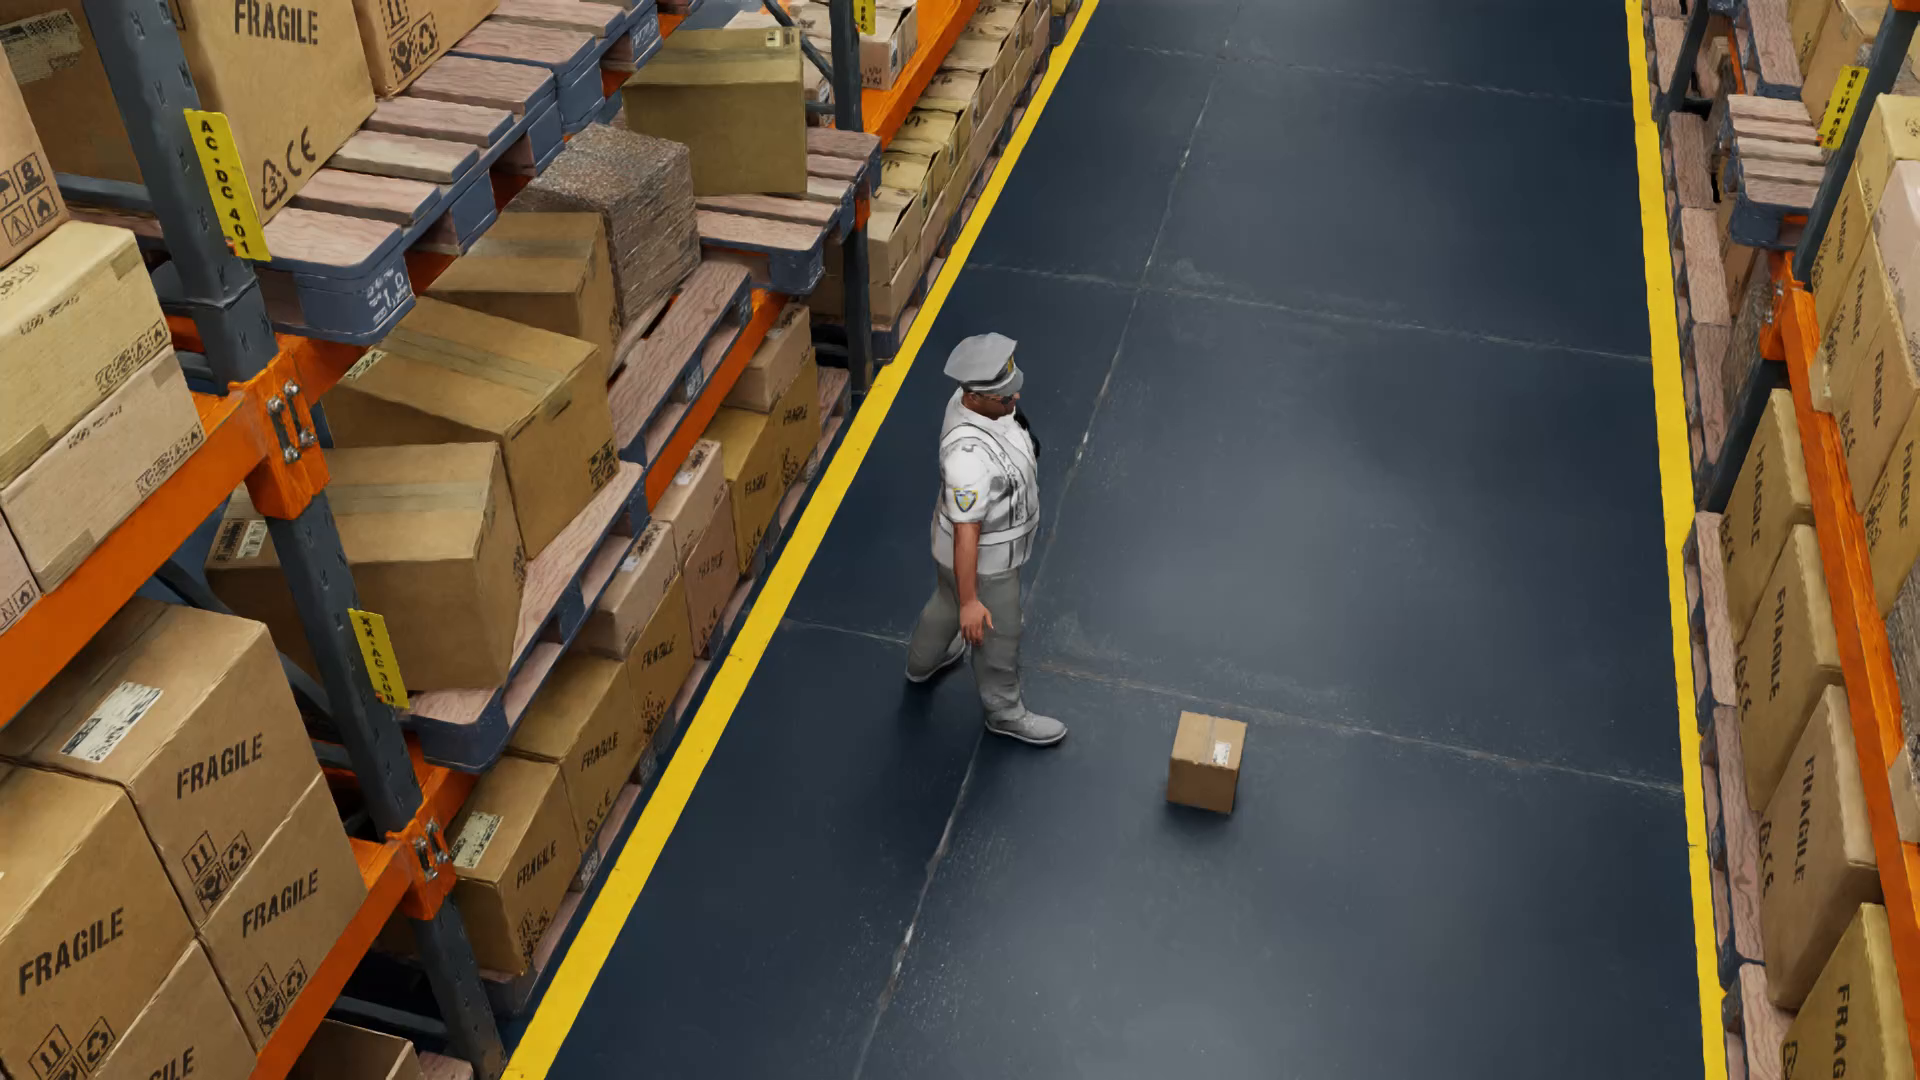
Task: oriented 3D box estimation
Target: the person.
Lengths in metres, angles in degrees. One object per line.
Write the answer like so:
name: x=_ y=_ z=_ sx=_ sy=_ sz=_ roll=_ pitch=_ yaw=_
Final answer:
person: x=0.098 y=0.021 z=6.112 sx=0.656 sy=1.747 sz=0.774 roll=1 pitch=41 yaw=2
